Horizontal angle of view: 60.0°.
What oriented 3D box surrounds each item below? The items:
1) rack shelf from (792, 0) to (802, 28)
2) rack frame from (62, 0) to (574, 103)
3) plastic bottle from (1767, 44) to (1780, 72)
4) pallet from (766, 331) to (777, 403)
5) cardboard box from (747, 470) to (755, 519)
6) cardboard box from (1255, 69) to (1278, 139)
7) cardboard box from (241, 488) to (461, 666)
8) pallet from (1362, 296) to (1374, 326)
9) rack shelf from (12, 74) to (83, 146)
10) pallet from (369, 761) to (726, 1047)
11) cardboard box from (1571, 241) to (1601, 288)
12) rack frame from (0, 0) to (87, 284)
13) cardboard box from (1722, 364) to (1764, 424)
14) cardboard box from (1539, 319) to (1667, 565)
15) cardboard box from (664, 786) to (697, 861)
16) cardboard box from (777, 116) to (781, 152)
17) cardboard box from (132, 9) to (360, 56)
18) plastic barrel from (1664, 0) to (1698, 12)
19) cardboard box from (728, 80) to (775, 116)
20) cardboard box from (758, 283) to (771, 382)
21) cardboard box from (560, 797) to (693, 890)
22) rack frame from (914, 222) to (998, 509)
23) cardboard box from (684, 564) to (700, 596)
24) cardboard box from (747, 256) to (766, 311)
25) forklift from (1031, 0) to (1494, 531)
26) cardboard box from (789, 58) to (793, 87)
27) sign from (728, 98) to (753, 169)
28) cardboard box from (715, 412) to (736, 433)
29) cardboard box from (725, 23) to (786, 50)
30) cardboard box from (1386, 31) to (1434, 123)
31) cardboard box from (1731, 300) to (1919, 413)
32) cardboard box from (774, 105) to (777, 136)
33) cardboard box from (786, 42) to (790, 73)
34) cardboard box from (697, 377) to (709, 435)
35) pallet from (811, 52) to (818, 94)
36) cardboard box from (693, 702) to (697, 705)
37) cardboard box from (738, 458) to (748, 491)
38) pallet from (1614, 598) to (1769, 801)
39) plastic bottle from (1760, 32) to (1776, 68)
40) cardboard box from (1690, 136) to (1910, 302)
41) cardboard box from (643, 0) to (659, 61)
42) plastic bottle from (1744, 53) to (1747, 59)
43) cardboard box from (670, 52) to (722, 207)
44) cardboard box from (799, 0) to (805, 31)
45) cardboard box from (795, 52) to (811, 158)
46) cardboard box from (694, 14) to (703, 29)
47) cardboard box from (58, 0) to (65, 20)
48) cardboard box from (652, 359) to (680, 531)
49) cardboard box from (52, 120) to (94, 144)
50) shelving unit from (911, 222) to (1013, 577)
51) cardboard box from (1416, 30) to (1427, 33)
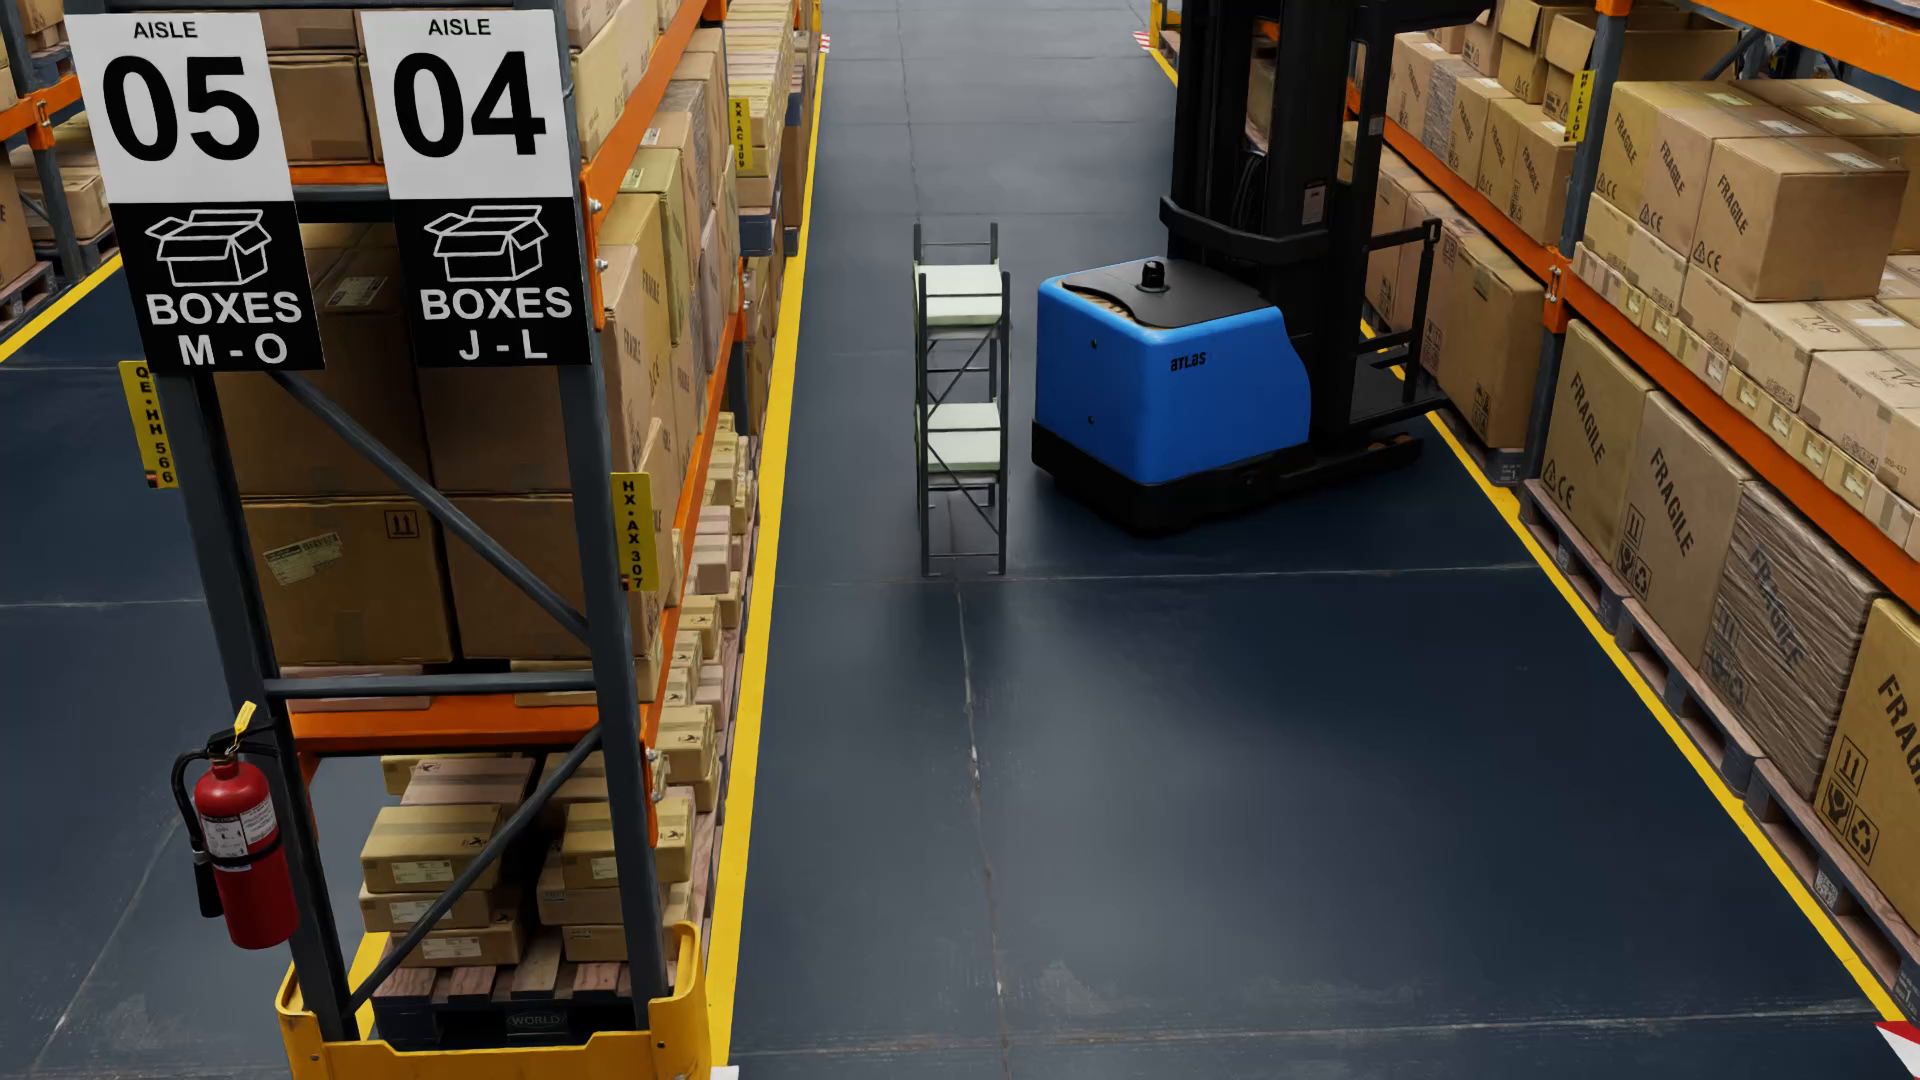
[{"bbox_3d":[-1.868,-3.920,13.300,1.077,0.370,4.000,-1,28,-3],"label":"rack shelf"},{"bbox_3d":[-1.346,-2.281,2.892,1.000,3.000,0.127,-1,28,-3],"label":"rack frame"},{"bbox_3d":[8.250,-4.877,16.833,0.097,0.271,0.097,0,28,0],"label":"plastic bottle"},{"bbox_3d":[-1.663,-1.156,10.238,1.003,0.211,1.213,-1,28,-3],"label":"pallet"},{"bbox_3d":[-1.194,-0.217,8.052,0.380,0.149,0.250,-1,28,-2],"label":"cardboard box"},{"bbox_3d":[3.003,-3.817,14.553,0.700,0.500,0.500,-2,28,-3],"label":"cardboard box"},{"bbox_3d":[-1.626,0.002,4.573,0.500,0.500,0.500,-1,28,-2],"label":"cardboard box"},{"bbox_3d":[3.161,-1.786,11.446,1.003,0.211,1.213,-1,28,-3],"label":"pallet"},{"bbox_3d":[-6.806,-3.754,12.981,1.077,0.370,4.000,-1,28,-3],"label":"rack shelf"},{"bbox_3d":[-1.357,1.205,5.712,1.003,0.211,1.213,-1,28,-3],"label":"pallet"},{"bbox_3d":[3.087,-1.285,7.742,0.380,0.149,0.250,-1,28,-3],"label":"cardboard box"},{"bbox_3d":[-6.701,-3.149,11.044,1.000,3.000,0.127,-1,28,-3],"label":"rack frame"},{"bbox_3d":[3.170,-0.565,6.362,0.380,0.149,0.250,-2,28,-4],"label":"cardboard box"},{"bbox_3d":[3.359,-0.478,7.767,0.875,0.875,0.875,-1,28,-3],"label":"cardboard box"},{"bbox_3d":[-1.075,0.949,5.493,0.380,0.149,0.250,-2,28,-3],"label":"cardboard box"},{"bbox_3d":[-1.171,-2.213,9.066,0.380,0.149,0.250,-3,28,-5],"label":"cardboard box"},{"bbox_3d":[-1.624,-1.312,3.901,0.500,0.250,0.500,-2,28,-4],"label":"cardboard box"},{"bbox_3d":[7.860,-5.752,18.271,0.421,0.512,0.421,0,28,0],"label":"plastic barrel"},{"bbox_3d":[-1.147,-2.247,8.488,0.380,0.149,0.250,-1,28,-2],"label":"cardboard box"},{"bbox_3d":[-1.358,-1.138,9.437,0.500,0.500,0.500,0,28,0],"label":"cardboard box"},{"bbox_3d":[-1.034,0.943,5.183,0.380,0.149,0.250,-3,28,-5],"label":"cardboard box"},{"bbox_3d":[-0.019,-0.837,8.233,0.400,1.500,0.023,-1,28,-3],"label":"rack frame"},{"bbox_3d":[-1.231,0.222,6.566,0.380,0.149,0.250,-1,28,-3],"label":"cardboard box"},{"bbox_3d":[-1.360,-1.472,9.266,0.500,0.250,0.500,-1,28,-1],"label":"cardboard box"},{"bbox_3d":[1.907,-1.845,8.618,3.031,2.935,1.130,-16,32,-28],"label":"forklift"},{"bbox_3d":[-1.254,-2.940,10.460,0.380,0.149,0.250,-1,28,-2],"label":"cardboard box"},{"bbox_3d":[-1.013,-1.868,7.653,0.100,0.325,0.005,-1,28,-3],"label":"sign"},{"bbox_3d":[-1.276,-0.496,7.942,0.380,0.149,0.250,-1,28,-1],"label":"cardboard box"},{"bbox_3d":[-1.231,-2.967,9.869,0.380,0.149,0.250,-1,28,-3],"label":"cardboard box"},{"bbox_3d":[2.978,-2.963,10.580,0.500,0.500,0.500,-2,28,-4],"label":"cardboard box"},{"bbox_3d":[3.238,-0.686,6.163,0.500,0.250,0.500,-1,28,-3],"label":"cardboard box"},{"bbox_3d":[-1.159,-2.227,8.771,0.380,0.149,0.250,-3,28,-5],"label":"cardboard box"},{"bbox_3d":[-1.238,-2.945,10.148,0.380,0.149,0.250,-1,28,-3],"label":"cardboard box"},{"bbox_3d":[-1.152,-0.510,6.256,0.380,0.149,0.250,-1,28,-2],"label":"cardboard box"},{"bbox_3d":[-2.001,-4.844,17.309,1.003,0.211,1.213,-1,28,-3],"label":"pallet"},{"bbox_3d":[-1.181,0.738,6.220,0.380,0.149,0.250,-1,28,-3],"label":"cardboard box"},{"bbox_3d":[-1.194,-0.260,7.811,0.380,0.149,0.250,-3,28,-5],"label":"cardboard box"},{"bbox_3d":[3.432,0.613,6.846,1.003,0.211,1.213,-1,28,-3],"label":"pallet"},{"bbox_3d":[8.273,-5.042,17.062,0.144,0.351,0.185,-2,28,-3],"label":"plastic bottle"},{"bbox_3d":[3.223,-1.244,6.421,0.500,0.500,0.500,-2,28,-4],"label":"cardboard box"},{"bbox_3d":[-1.177,-1.579,4.951,0.500,0.250,0.500,-2,28,-4],"label":"cardboard box"},{"bbox_3d":[7.755,-4.670,16.348,0.144,0.351,0.185,-1,28,-3],"label":"plastic bottle"},{"bbox_3d":[-1.228,-1.638,6.637,0.500,0.500,0.500,-2,28,-4],"label":"cardboard box"},{"bbox_3d":[-1.935,-4.699,15.859,0.875,0.875,0.875,-1,28,-2],"label":"cardboard box"},{"bbox_3d":[-1.803,-3.621,13.928,1.050,0.750,0.750,-1,28,-3],"label":"cardboard box"},{"bbox_3d":[-2.055,-3.561,11.726,0.500,0.500,0.500,-1,28,-3],"label":"cardboard box"},{"bbox_3d":[-6.528,-3.965,11.725,0.500,0.500,0.500,0,28,0],"label":"cardboard box"},{"bbox_3d":[-1.147,-0.257,5.070,0.500,0.500,0.500,-1,28,-3],"label":"cardboard box"},{"bbox_3d":[-6.801,-3.122,13.380,0.950,0.372,0.625,0,28,-1],"label":"cardboard box"},{"bbox_3d":[0.000,-0.668,7.909,0.431,1.500,0.755,-1,28,-3],"label":"shelving unit"},{"bbox_3d":[3.217,-3.539,10.599,0.797,0.503,0.637,0,28,-1],"label":"cardboard box"}]
